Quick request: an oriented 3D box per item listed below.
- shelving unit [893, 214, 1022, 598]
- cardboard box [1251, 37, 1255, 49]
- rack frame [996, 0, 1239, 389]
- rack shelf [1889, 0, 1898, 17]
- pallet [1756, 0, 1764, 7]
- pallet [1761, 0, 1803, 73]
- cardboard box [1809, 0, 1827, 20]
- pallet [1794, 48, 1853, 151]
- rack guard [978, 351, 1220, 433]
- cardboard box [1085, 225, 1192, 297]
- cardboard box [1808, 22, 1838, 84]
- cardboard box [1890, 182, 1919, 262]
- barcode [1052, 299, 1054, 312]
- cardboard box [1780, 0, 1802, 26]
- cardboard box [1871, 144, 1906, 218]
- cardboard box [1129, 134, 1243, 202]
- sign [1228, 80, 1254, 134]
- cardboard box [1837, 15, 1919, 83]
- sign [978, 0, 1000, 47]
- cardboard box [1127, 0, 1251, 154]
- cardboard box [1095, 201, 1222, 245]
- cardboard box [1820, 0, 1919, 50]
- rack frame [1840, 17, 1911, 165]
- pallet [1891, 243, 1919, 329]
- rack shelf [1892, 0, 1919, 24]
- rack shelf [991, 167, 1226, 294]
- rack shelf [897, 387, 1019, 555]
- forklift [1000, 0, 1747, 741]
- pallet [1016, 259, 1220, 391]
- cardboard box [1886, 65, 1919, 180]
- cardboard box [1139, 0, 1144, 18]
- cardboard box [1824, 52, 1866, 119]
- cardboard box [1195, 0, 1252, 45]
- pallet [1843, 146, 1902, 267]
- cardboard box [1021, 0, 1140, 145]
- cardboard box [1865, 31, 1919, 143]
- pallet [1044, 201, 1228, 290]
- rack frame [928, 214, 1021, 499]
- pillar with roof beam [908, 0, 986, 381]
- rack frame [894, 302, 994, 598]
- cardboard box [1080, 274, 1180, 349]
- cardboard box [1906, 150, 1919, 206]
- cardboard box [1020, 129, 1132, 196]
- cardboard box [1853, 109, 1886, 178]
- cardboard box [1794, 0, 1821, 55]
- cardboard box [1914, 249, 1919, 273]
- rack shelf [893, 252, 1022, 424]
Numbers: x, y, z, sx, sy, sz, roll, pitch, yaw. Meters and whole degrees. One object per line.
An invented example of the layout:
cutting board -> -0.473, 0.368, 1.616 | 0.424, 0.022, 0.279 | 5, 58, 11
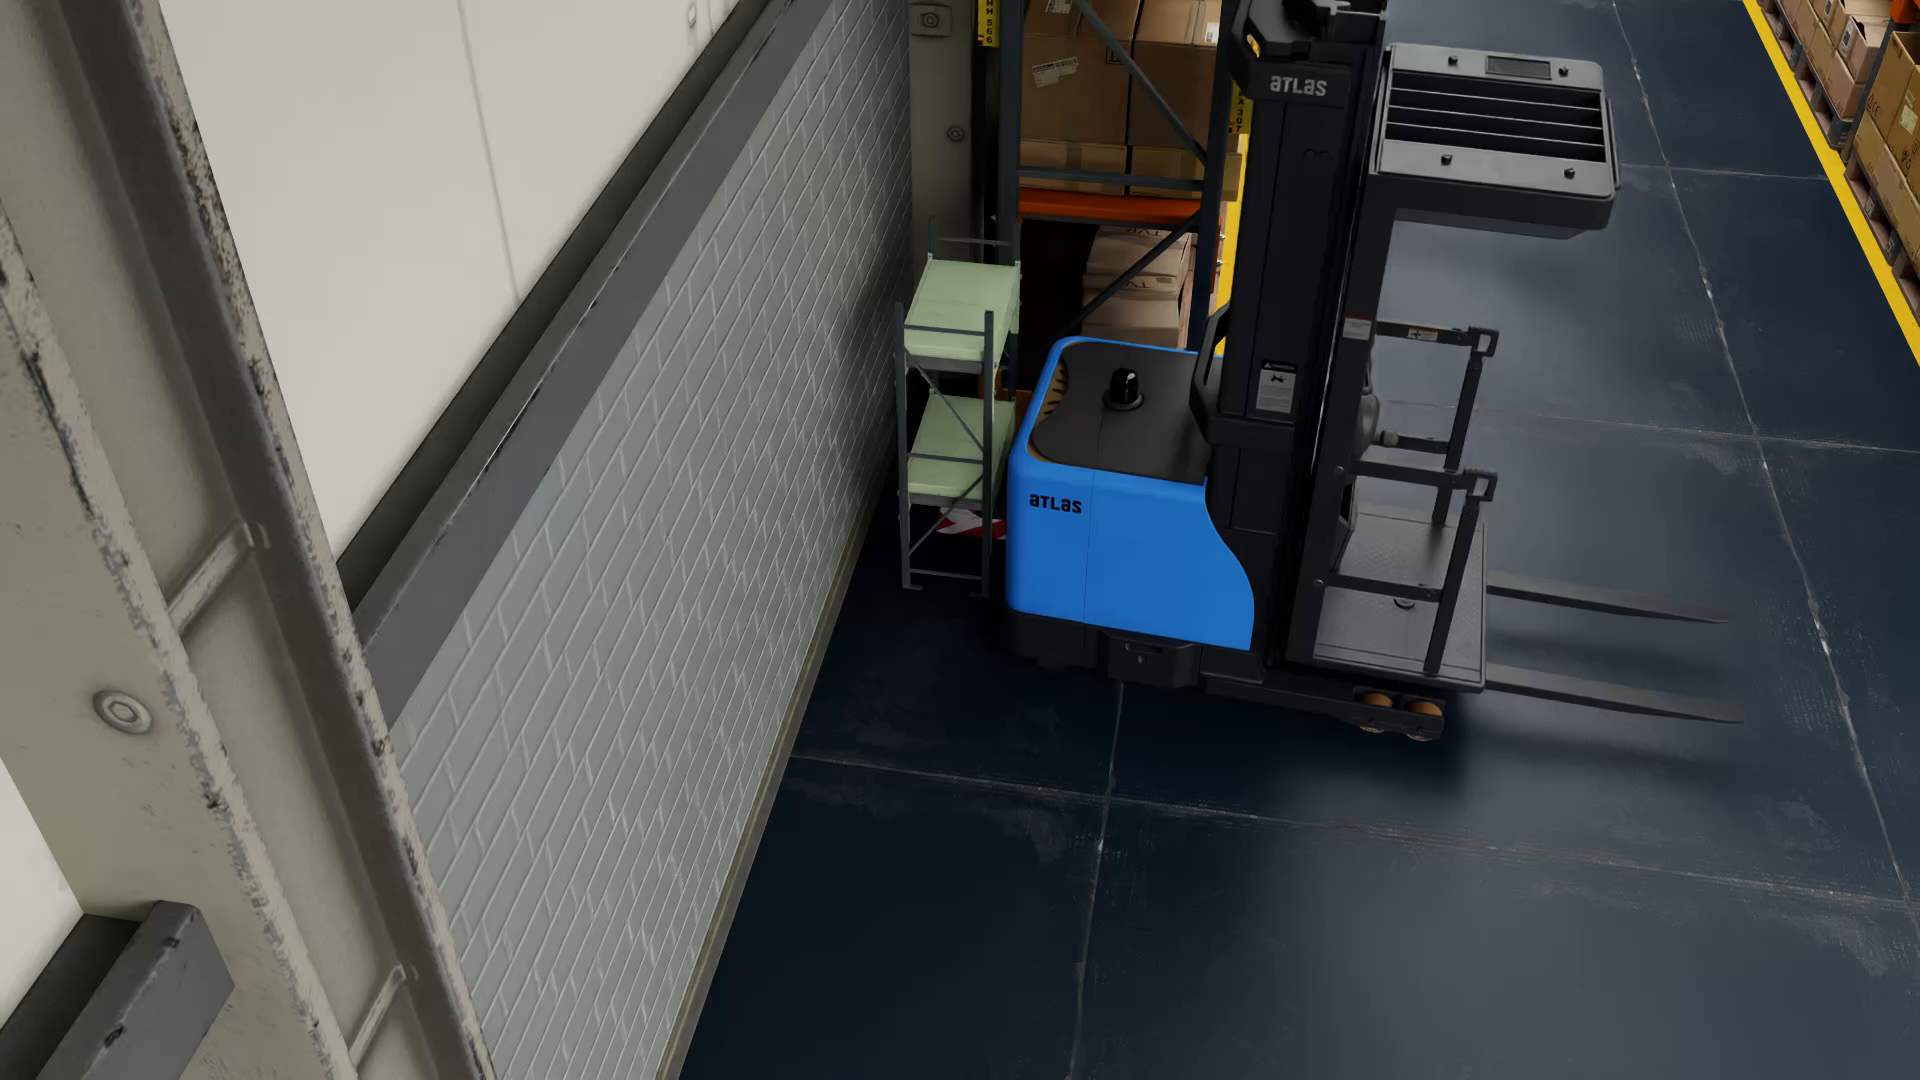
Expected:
shelving unit -> -0.001, -0.574, 7.364 | 0.431, 1.500, 0.755 | 6, 40, 8
cardboard box -> 1.240, -2.750, 8.332 | 0.500, 0.500, 0.500 | 5, 40, 6
rack frame -> 0.670, -1.612, 7.442 | 1.000, 3.000, 0.127 | 6, 40, 8
rack shelf -> 6.588, -4.556, 11.568 | 1.077, 0.370, 4.000 | 6, 40, 8
pallet -> 6.753, -4.501, 13.126 | 1.003, 0.211, 1.213 | 6, 40, 8
pallet -> 6.540, -3.738, 12.202 | 1.003, 0.211, 1.213 | 6, 40, 8
cardboard box -> 6.202, -3.822, 11.504 | 0.500, 0.311, 0.500 | 6, 40, 8
pallet -> 6.331, -2.970, 11.273 | 1.003, 0.211, 1.213 | 6, 40, 8
rack guard -> 0.683, -0.696, 8.296 | 1.175, 0.500, 0.348 | 6, 40, 8
cardboard box -> 0.977, -1.527, 9.104 | 0.500, 0.311, 0.500 | 10, 41, 11
cardboard box -> 6.118, -3.290, 11.300 | 0.500, 0.250, 0.500 | 6, 40, 7
cardboard box -> 5.680, -1.796, 9.493 | 0.500, 0.250, 0.500 | 6, 40, 8
barcode -> 0.488, -1.228, 8.736 | 0.001, 0.075, 0.075 | 6, 40, 8
cardboard box -> 6.295, -3.930, 12.074 | 0.500, 0.250, 0.500 | 7, 40, 9
cardboard box -> 5.772, -2.109, 9.872 | 0.500, 0.250, 0.500 | 6, 40, 8
cardboard box -> 1.067, -1.833, 7.811 | 0.500, 0.250, 0.500 | 5, 40, 6
sign -> 1.205, -1.885, 7.094 | 0.100, 0.325, 0.005 | 6, 40, 8
cardboard box -> 6.030, -3.182, 10.730 | 0.500, 0.311, 0.500 | 6, 40, 8
sign -> 0.127, -2.253, 7.062 | 0.100, 0.325, 0.005 | 6, 40, 8
cardboard box -> 1.049, -2.117, 7.567 | 0.500, 0.500, 0.500 | 6, 40, 8
cardboard box -> 1.153, -2.055, 9.594 | 0.700, 0.500, 0.500 | 4, 40, 5
cardboard box -> 6.114, -3.509, 11.125 | 0.500, 0.311, 0.500 | 7, 40, 9
rack frame -> 6.242, -3.578, 9.820 | 1.000, 3.000, 0.127 | 6, 40, 8
pallet -> 5.854, -1.241, 9.182 | 1.003, 0.211, 1.213 | 6, 40, 8
rack shelf -> 5.896, -2.046, 8.531 | 1.077, 0.370, 4.000 | 6, 40, 8
rack shelf -> 1.016, -2.589, 9.189 | 1.077, 0.370, 4.000 | 6, 40, 8
rack shelf -> -0.001, -0.323, 7.572 | 0.431, 0.370, 0.720 | 6, 40, 8
forklift -> 1.750, -0.679, 6.368 | 3.031, 2.935, 1.130 | 9, 40, 11
pallet -> 0.859, -1.090, 9.000 | 1.003, 0.211, 1.213 | 6, 40, 8
cardboard box -> 5.775, -2.398, 9.633 | 0.500, 0.500, 0.500 | 6, 40, 8
cardboard box -> 0.639, -2.485, 8.011 | 0.500, 0.500, 0.500 | 7, 40, 8
cardboard box -> 6.028, -2.972, 10.916 | 0.500, 0.250, 0.500 | 6, 40, 7
cardboard box -> 1.144, -2.426, 7.941 | 0.500, 0.500, 0.500 | 7, 40, 8
pallet -> 6.063, -2.009, 10.111 | 1.003, 0.211, 1.213 | 6, 40, 8
cardboard box -> 0.542, -2.170, 7.631 | 0.500, 0.500, 0.500 | 6, 40, 7
cardboard box -> 5.853, -2.713, 10.014 | 0.500, 0.500, 0.500 | 6, 40, 8
pallet -> 1.072, -1.854, 9.923 | 1.003, 0.211, 1.213 | 6, 40, 8
rack frame -> 0.062, -0.804, 7.642 | 0.400, 1.500, 0.023 | 6, 40, 8
pillar with roof beam -> 4.179, -3.984, 5.603 | 9.100, 9.000, 0.400 | 6, 40, 8
rack frame -> -0.064, -0.344, 7.086 | 0.400, 1.500, 0.023 | 6, 40, 8
cardboard box -> 0.879, -1.169, 8.672 | 0.500, 0.311, 0.500 | 2, 40, 3
cardboard box -> 5.681, -2.085, 9.254 | 0.500, 0.500, 0.500 | 6, 40, 8
cardboard box -> 0.560, -1.876, 7.864 | 0.500, 0.250, 0.500 | 7, 40, 8
cardboard box -> 5.863, -2.423, 10.251 | 0.500, 0.250, 0.500 | 6, 40, 8
cardboard box -> 6.206, -3.611, 11.688 | 0.500, 0.250, 0.500 | 7, 40, 9
cardboard box -> 5.599, -1.482, 9.113 | 0.500, 0.250, 0.500 | 6, 40, 8
rack shelf -> -0.001, -0.875, 7.115 | 0.431, 0.370, 0.720 | 6, 40, 8
